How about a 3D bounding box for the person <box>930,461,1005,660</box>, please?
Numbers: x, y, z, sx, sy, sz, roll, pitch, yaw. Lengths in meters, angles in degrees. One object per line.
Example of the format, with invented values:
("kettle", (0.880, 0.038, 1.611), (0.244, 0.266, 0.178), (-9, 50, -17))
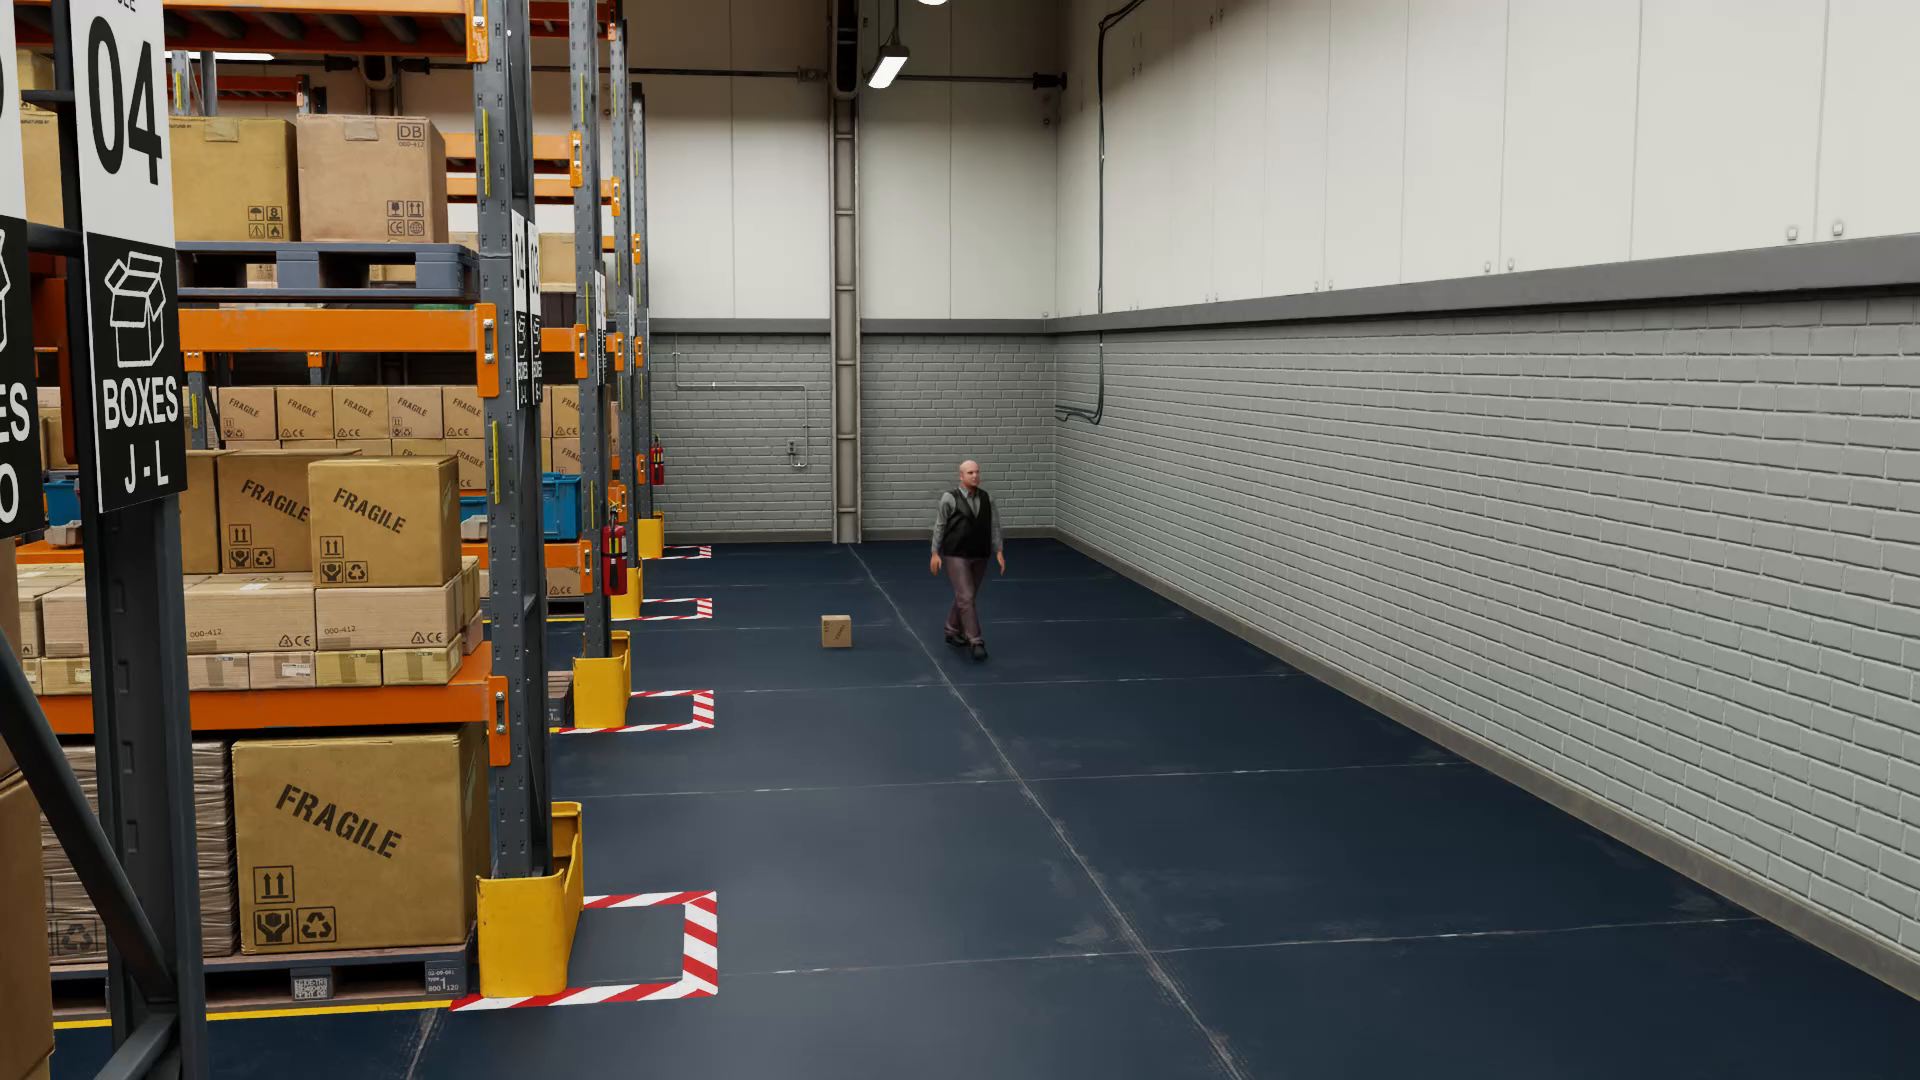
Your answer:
("person", (0.101, 0.147, 14.417), (0.585, 1.666, 0.985), (-4, 8, -31))
